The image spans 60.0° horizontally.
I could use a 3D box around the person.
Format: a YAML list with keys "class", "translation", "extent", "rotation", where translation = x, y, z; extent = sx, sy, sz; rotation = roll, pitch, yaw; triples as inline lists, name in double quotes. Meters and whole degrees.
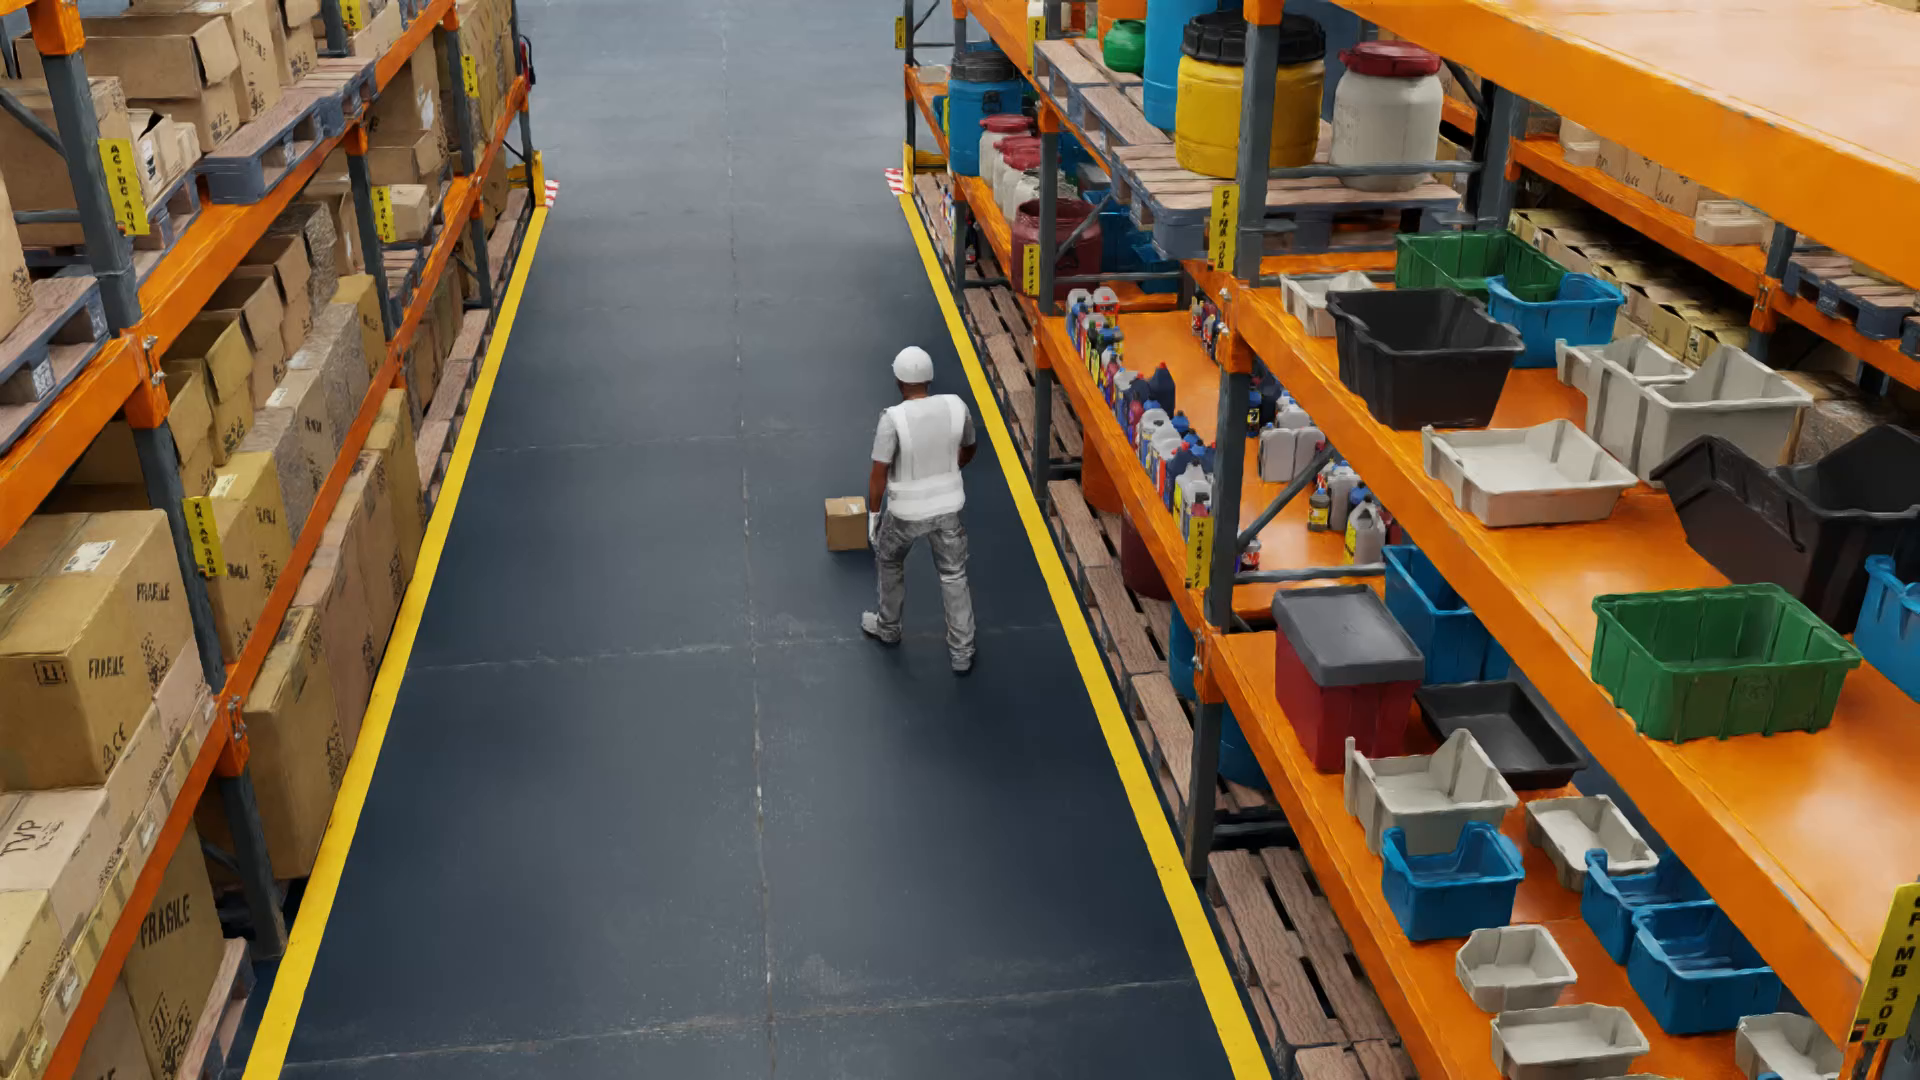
- class: "person"
  translation: [-0.208, -0.197, 8.942]
  extent: [0.681, 1.698, 0.702]
  rotation: [-11, 29, -20]
